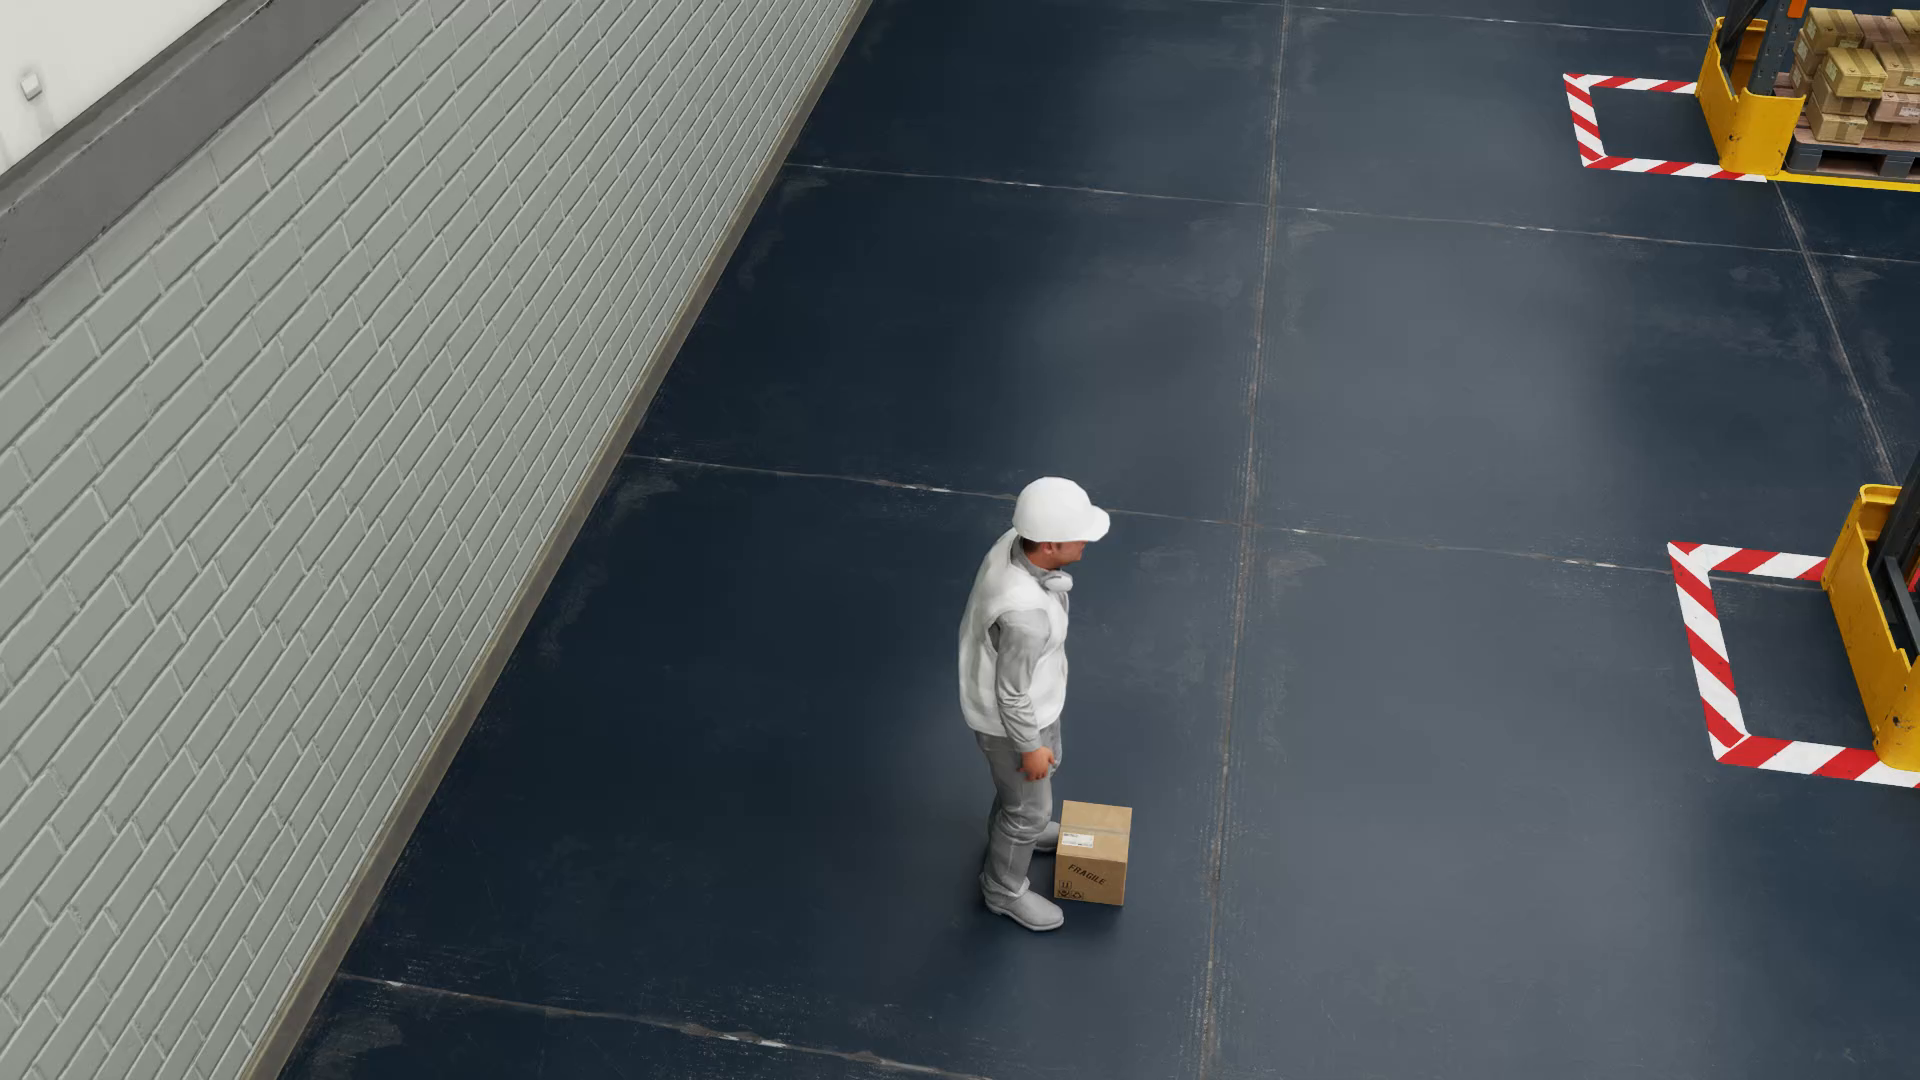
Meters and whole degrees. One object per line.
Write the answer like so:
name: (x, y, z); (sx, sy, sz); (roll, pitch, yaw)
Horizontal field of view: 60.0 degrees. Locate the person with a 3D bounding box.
person: (0.225, 0.515, 5.527); (0.458, 1.773, 0.591); (5, 41, 6)
